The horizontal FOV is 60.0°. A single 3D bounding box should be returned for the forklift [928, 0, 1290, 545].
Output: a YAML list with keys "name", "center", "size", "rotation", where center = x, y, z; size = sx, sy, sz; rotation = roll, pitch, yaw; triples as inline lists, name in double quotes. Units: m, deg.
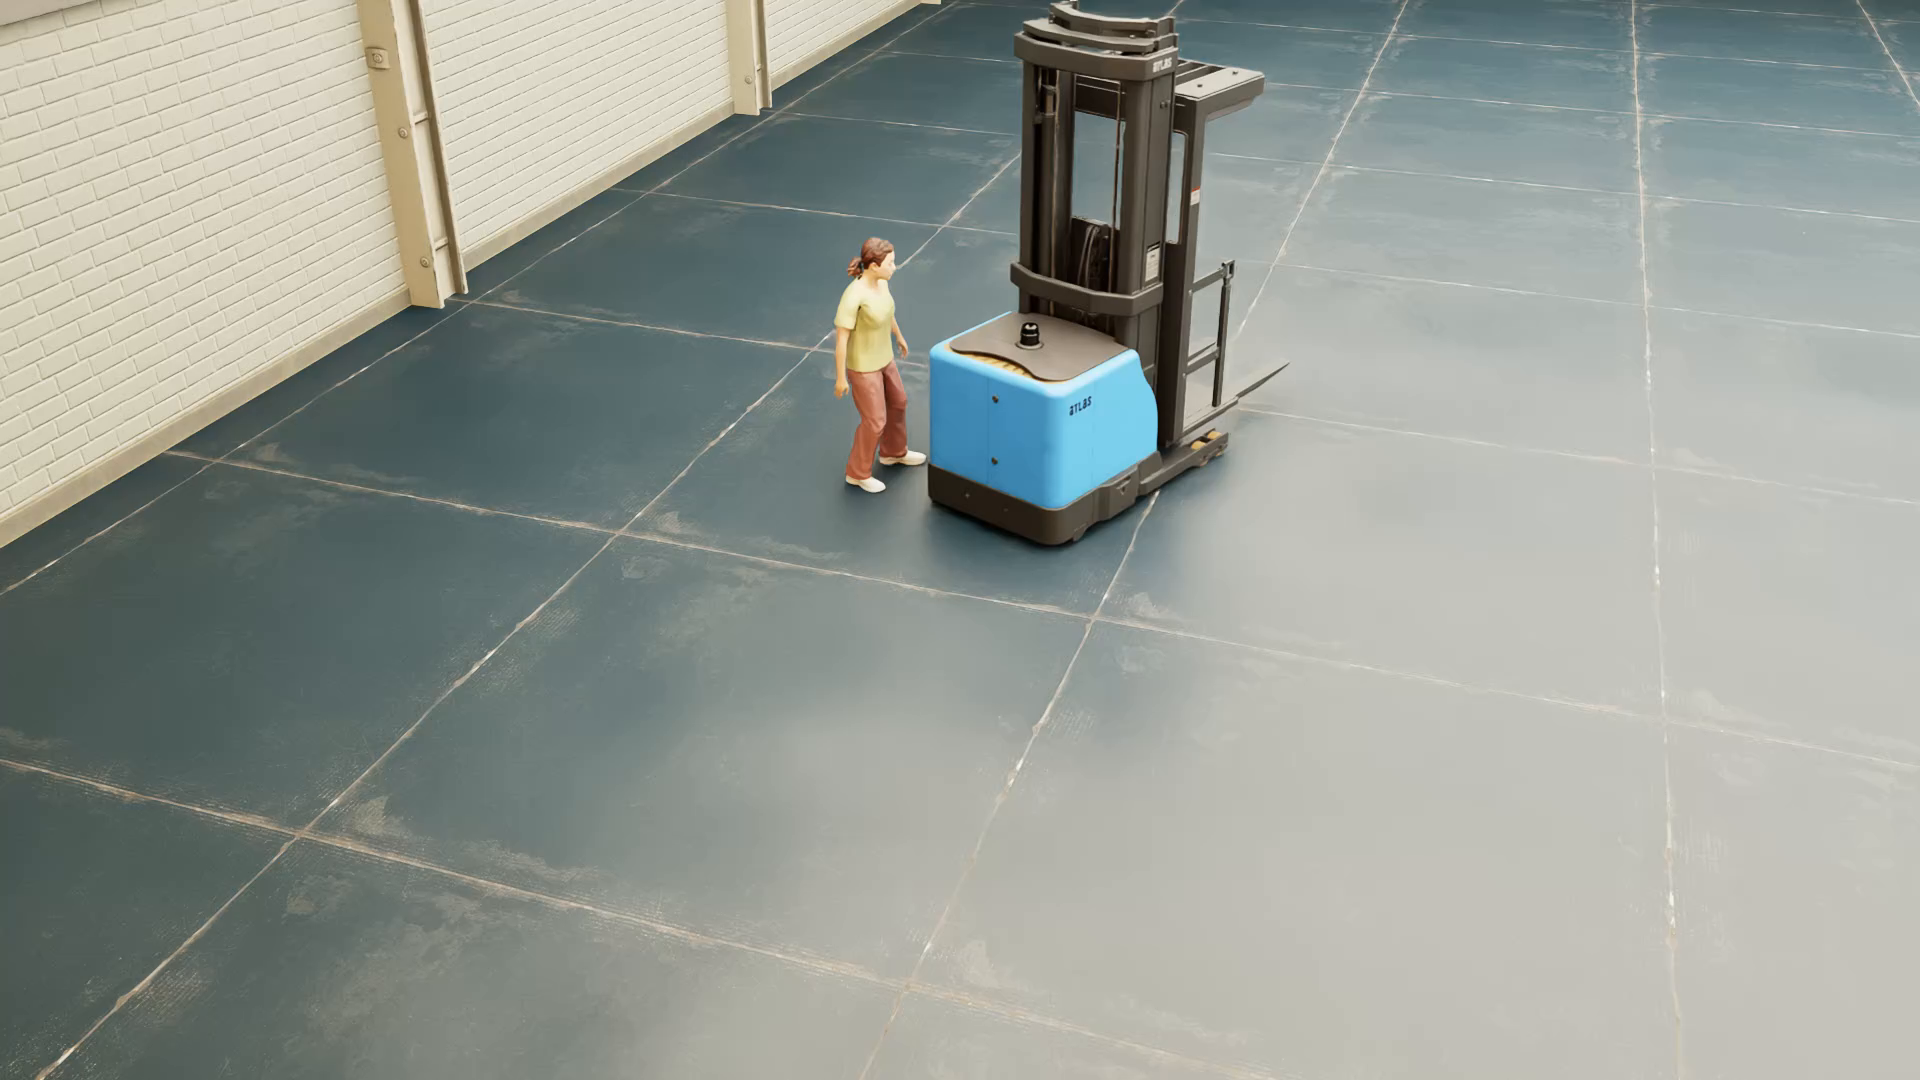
- name: "forklift"
  center: [1.134, -1.899, 10.468]
  size: [1.130, 2.935, 3.031]
  rotation: [23, 37, 34]

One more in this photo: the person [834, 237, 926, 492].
- name: "person"
  center: [-0.530, -1.108, 10.379]
  size: [0.369, 1.650, 0.737]
  rotation: [13, 32, 21]
